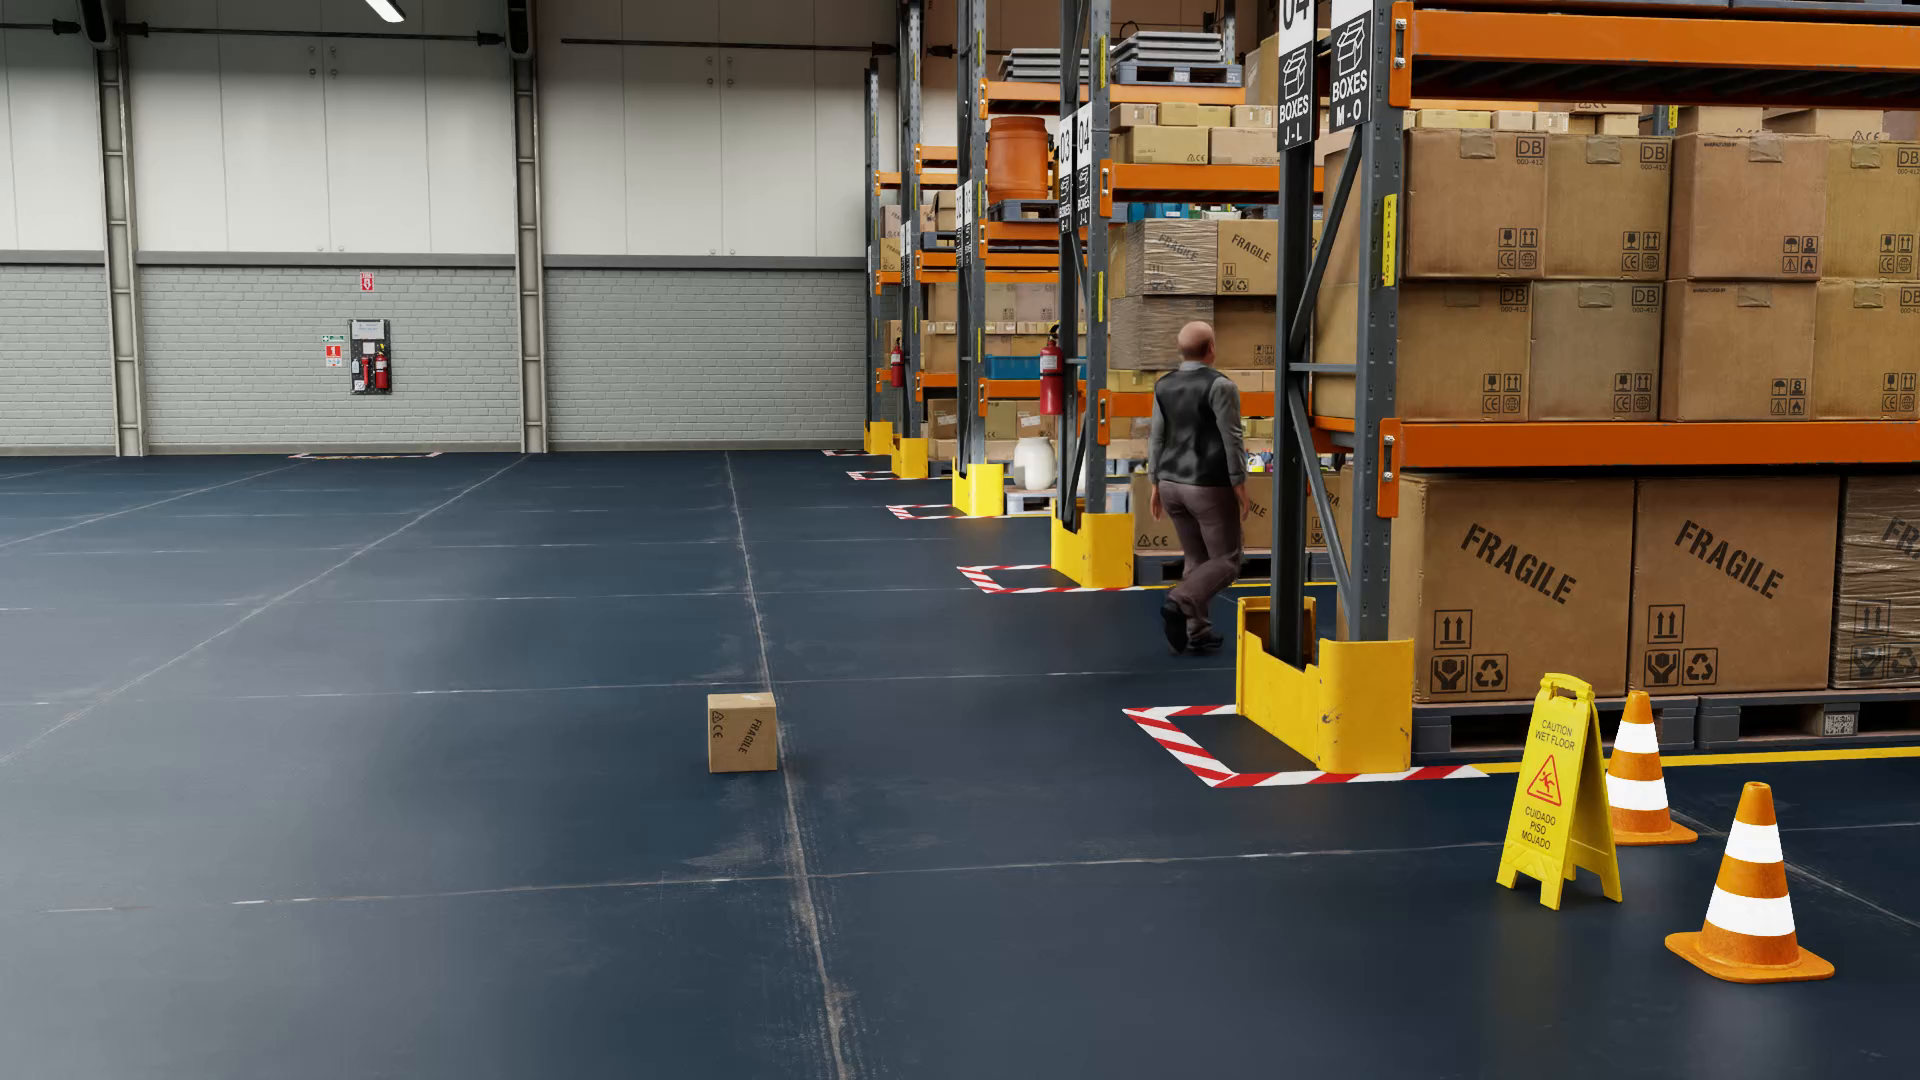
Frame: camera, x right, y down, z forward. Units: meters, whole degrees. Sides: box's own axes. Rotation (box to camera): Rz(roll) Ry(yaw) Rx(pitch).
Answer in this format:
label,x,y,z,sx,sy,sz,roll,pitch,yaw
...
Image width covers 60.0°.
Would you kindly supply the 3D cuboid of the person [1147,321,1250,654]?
label,x,y,z,sx,sy,sz,roll,pitch,yaw
person,1.184,-0.255,8.452,0.713,1.702,0.544,-6,9,-41
